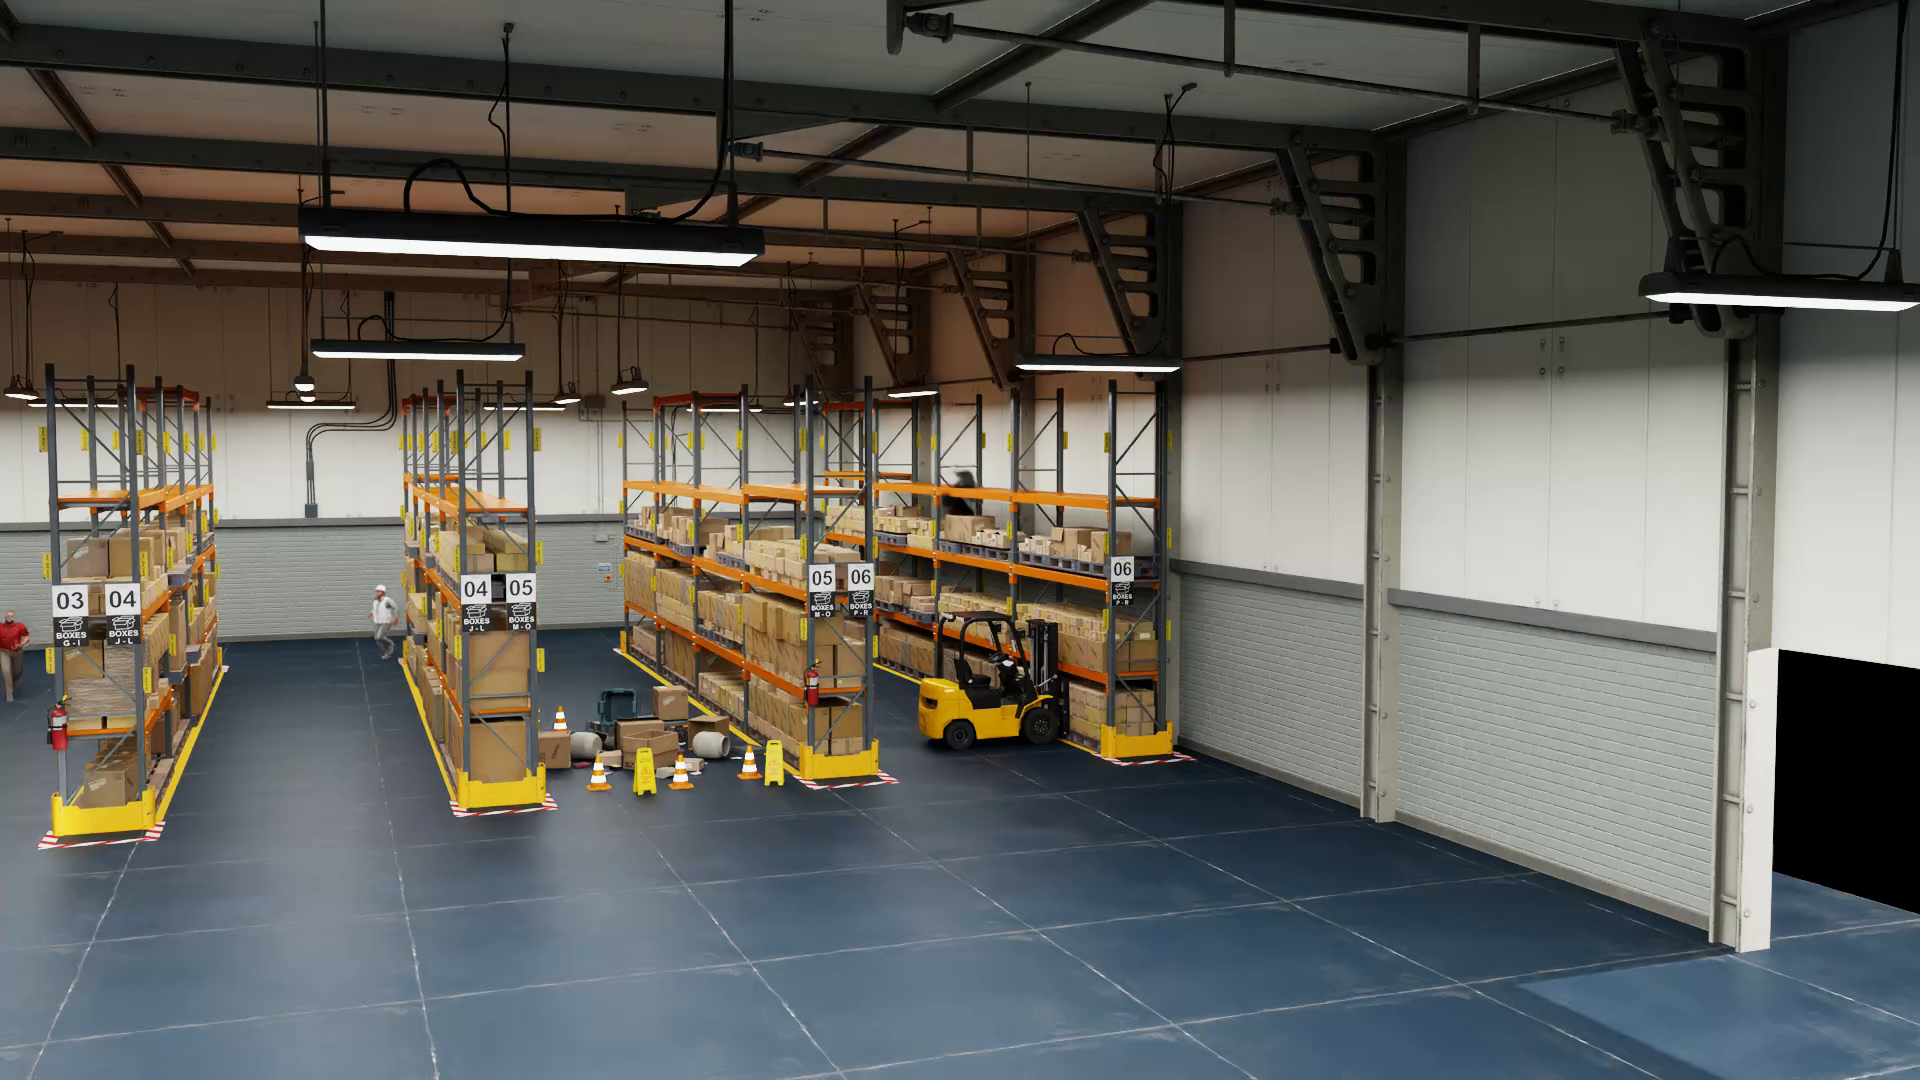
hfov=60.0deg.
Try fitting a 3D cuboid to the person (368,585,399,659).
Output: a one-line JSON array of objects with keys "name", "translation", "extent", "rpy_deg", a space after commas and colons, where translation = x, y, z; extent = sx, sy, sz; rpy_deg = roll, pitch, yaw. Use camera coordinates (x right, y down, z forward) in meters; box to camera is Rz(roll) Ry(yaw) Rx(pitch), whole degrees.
[{"name": "person", "translation": [-13.366, 1.865, 38.441], "extent": [0.663, 1.649, 0.623], "rpy_deg": [2, 4, 25]}]

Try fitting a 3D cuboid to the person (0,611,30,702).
[{"name": "person", "translation": [-18.600, 2.265, 32.632], "extent": [0.632, 1.753, 1.123], "rpy_deg": [-2, 4, -32]}]
